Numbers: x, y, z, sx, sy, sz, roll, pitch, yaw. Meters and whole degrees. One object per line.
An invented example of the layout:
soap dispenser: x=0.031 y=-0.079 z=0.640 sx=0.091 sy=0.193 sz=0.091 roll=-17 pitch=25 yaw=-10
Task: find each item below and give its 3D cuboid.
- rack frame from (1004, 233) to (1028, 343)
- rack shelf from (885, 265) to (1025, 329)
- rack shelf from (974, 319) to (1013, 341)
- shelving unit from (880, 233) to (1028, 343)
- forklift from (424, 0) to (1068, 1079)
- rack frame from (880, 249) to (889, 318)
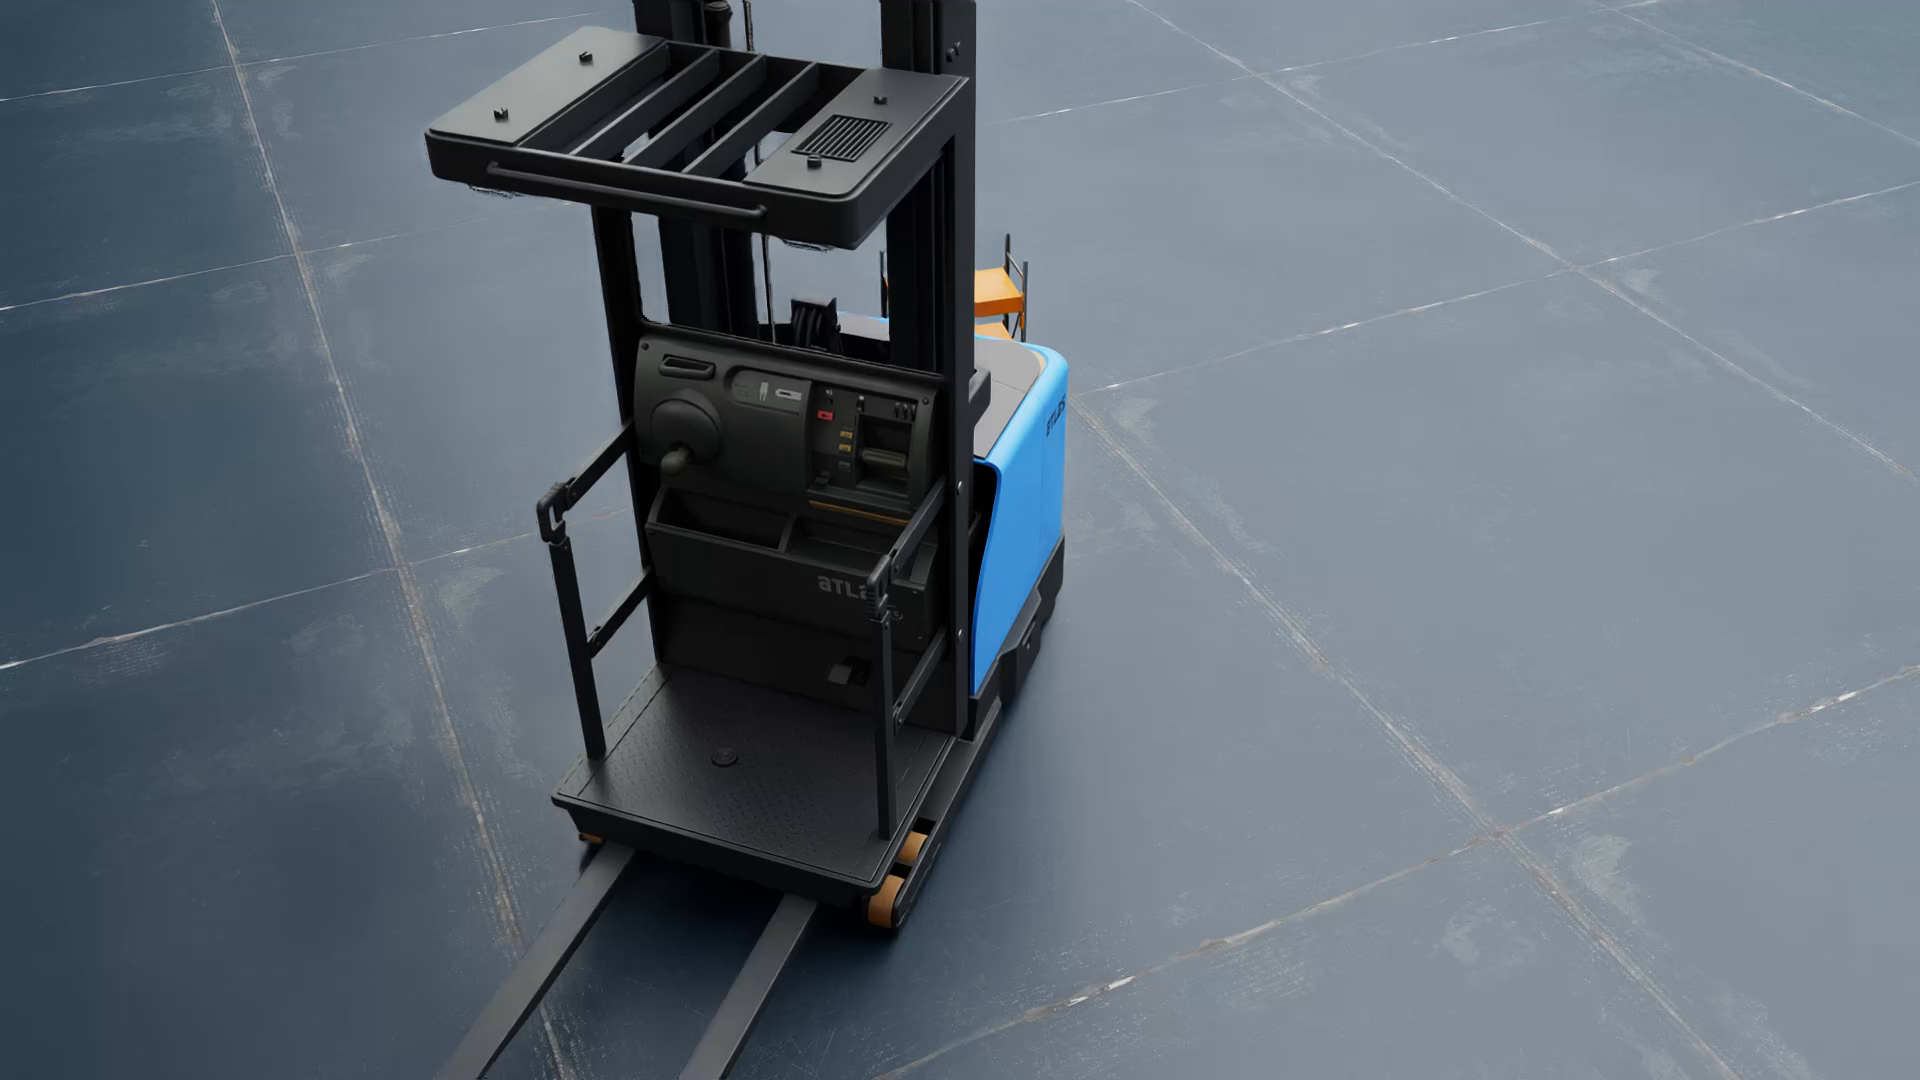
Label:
rack frame: x=0.211 y=-0.613 z=6.569 sx=0.015 sy=1.200 sz=0.240 roll=-10 pitch=38 yaw=-13
rack shelf: x=-0.023 y=-0.889 z=6.281 sx=0.480 sy=0.148 sz=0.258 roll=-10 pitch=38 yaw=-13
rack shelf: x=-0.023 y=-0.699 z=6.422 sx=0.480 sy=0.148 sz=0.258 roll=-10 pitch=38 yaw=-13
shelving unit: x=-0.023 y=-0.573 z=6.515 sx=0.503 sy=1.200 sz=0.258 roll=-10 pitch=38 yaw=-13
forklift: x=-0.589 y=-0.261 z=4.641 sx=1.130 sy=2.935 sz=3.031 roll=12 pitch=38 yaw=16
rack frame: x=-0.258 y=-0.533 z=6.462 sx=0.015 sy=1.200 sz=0.240 roll=-10 pitch=38 yaw=-13
